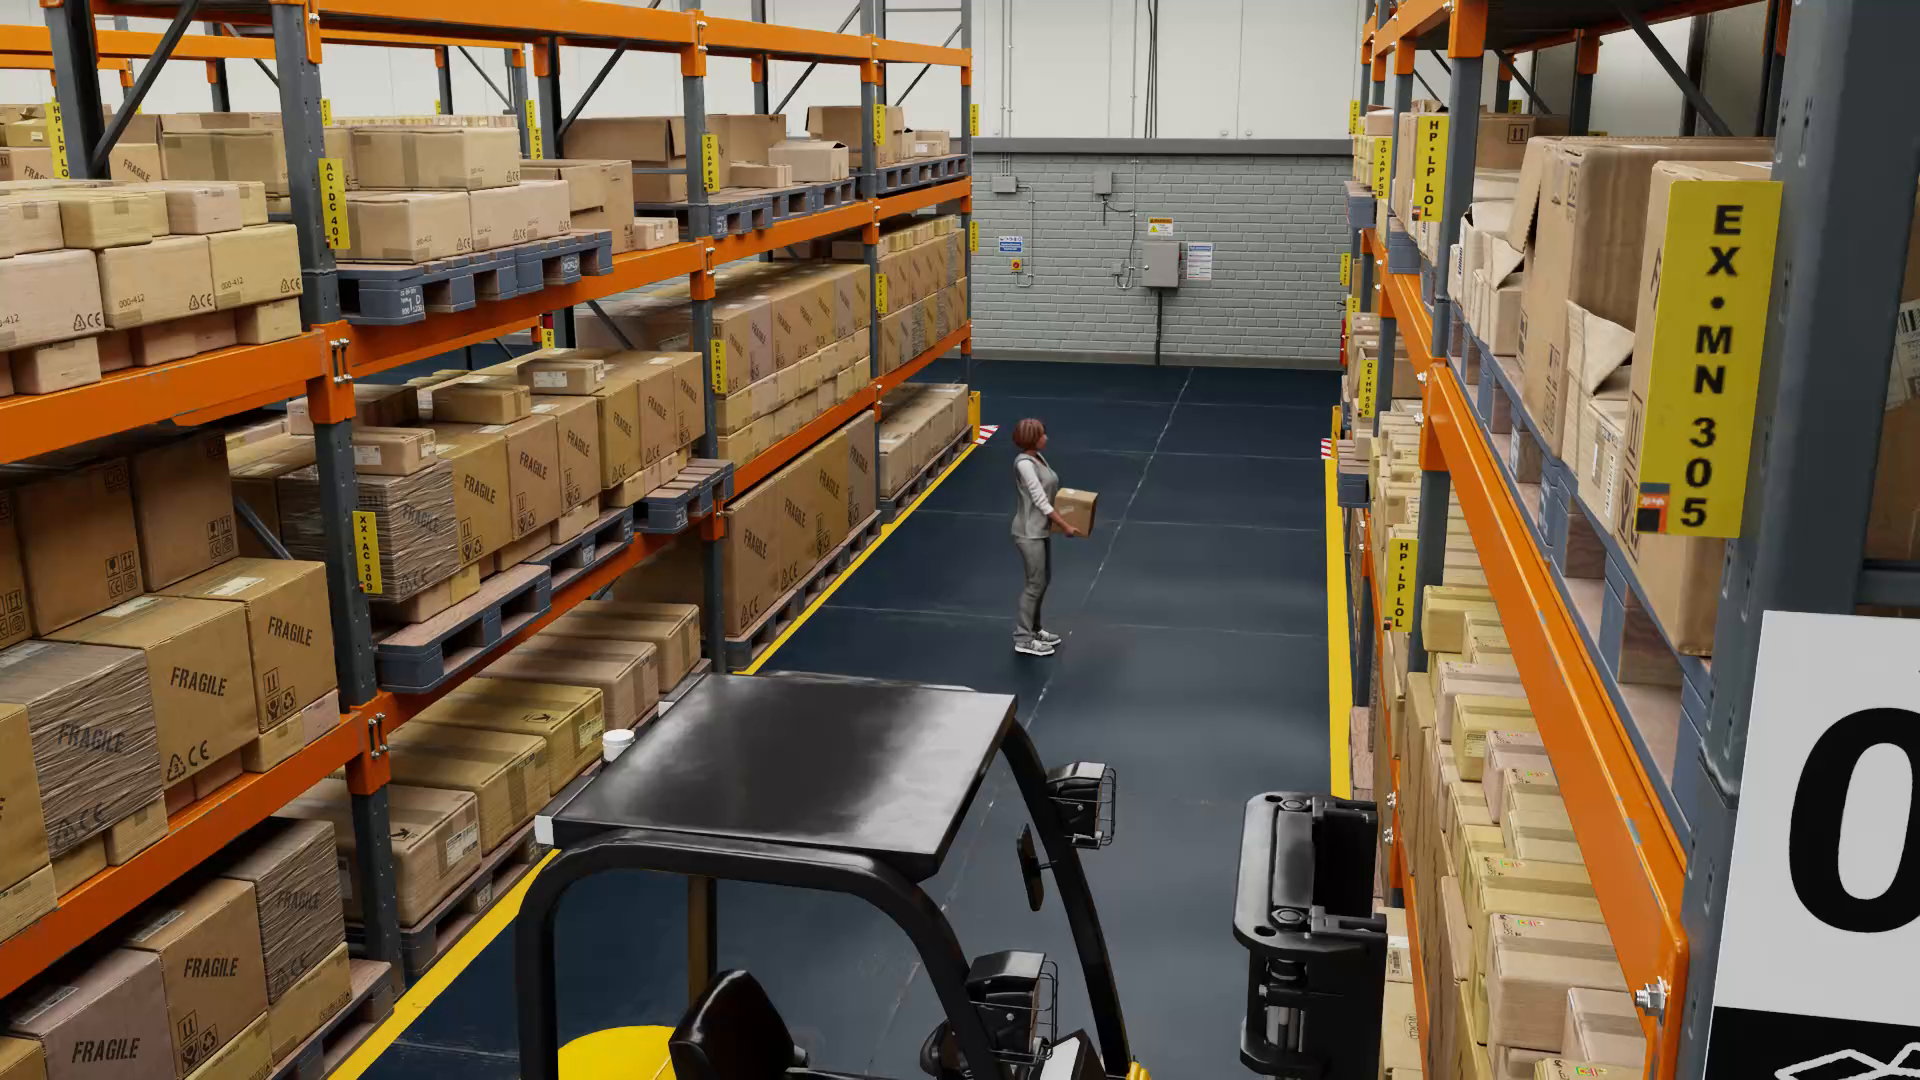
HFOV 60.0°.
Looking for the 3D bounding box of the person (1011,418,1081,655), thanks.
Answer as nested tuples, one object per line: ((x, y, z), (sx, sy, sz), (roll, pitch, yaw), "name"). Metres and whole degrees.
((0.589, -0.026, 11.144), (0.494, 1.593, 0.404), (3, 15, 12), "person")
